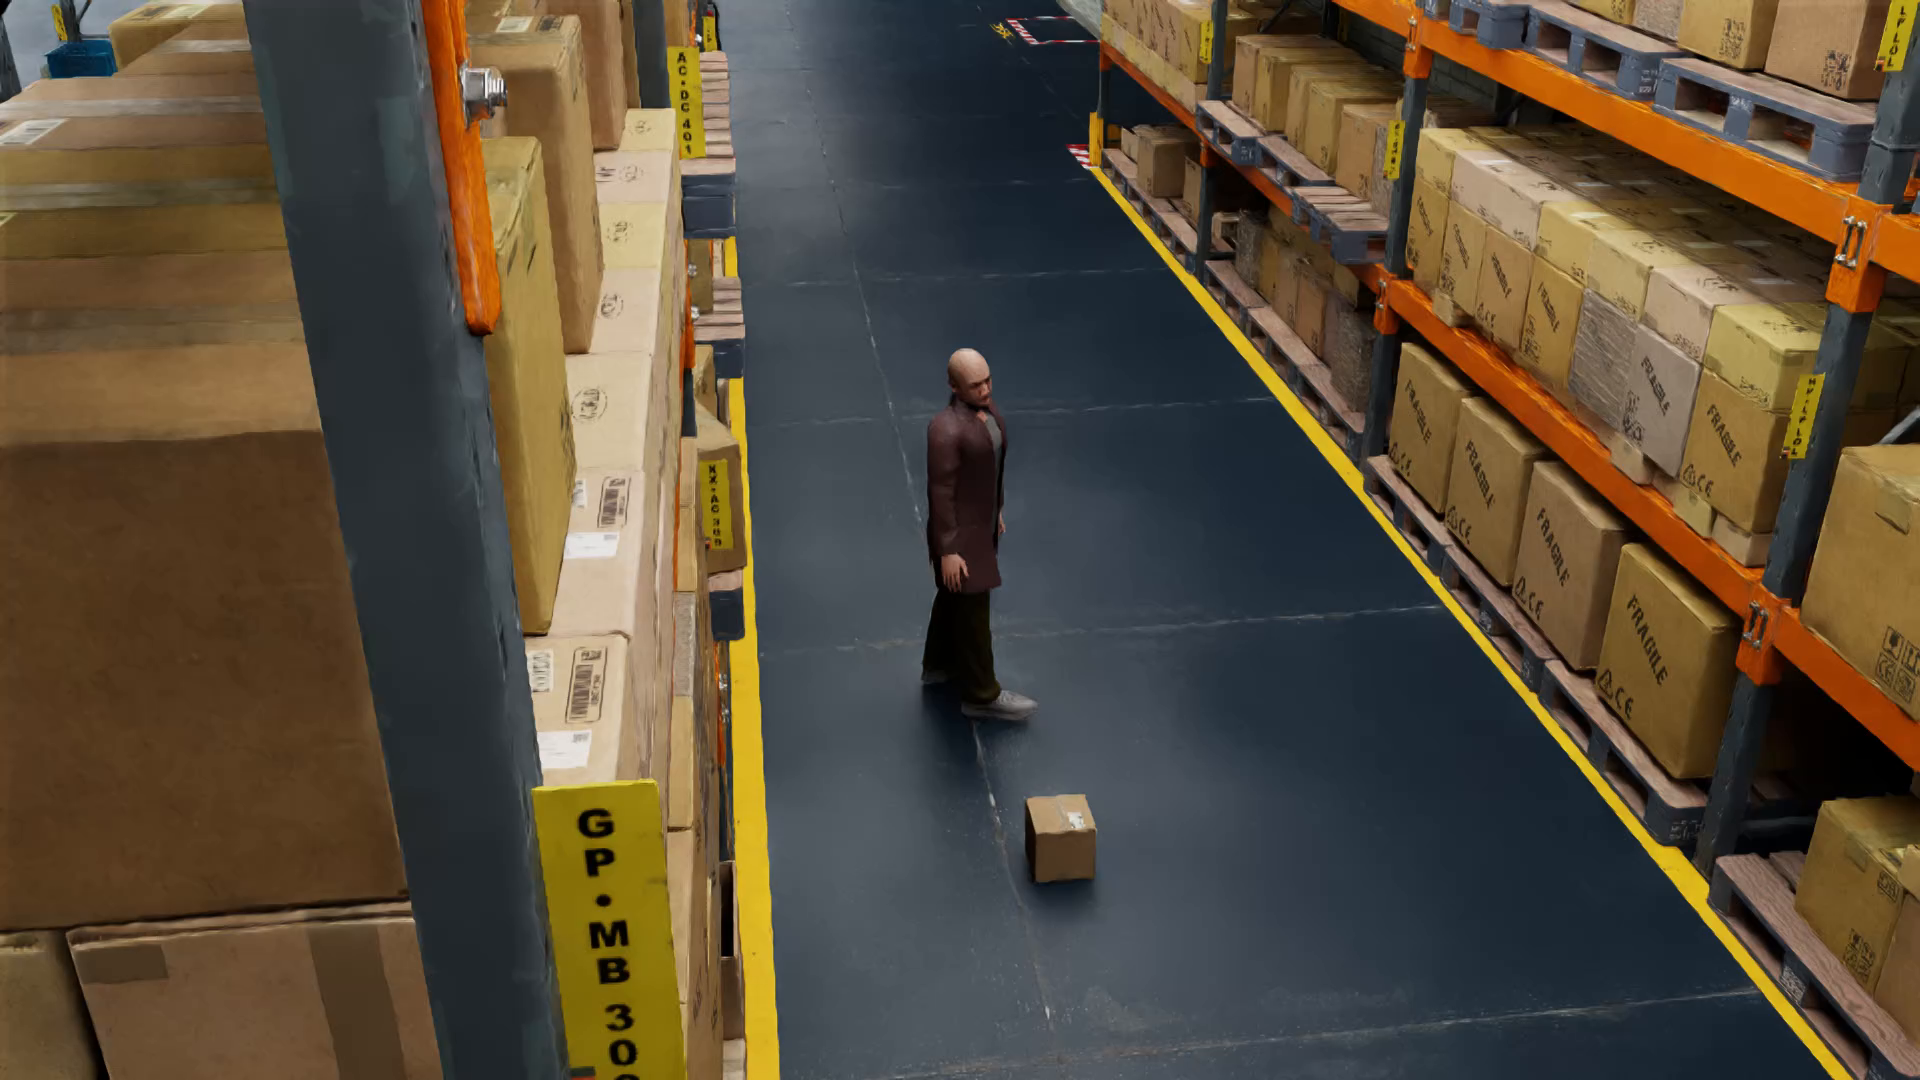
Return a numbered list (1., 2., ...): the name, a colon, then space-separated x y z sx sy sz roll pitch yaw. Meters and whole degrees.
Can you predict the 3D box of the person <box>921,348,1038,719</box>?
1. person: 0.090 -0.028 7.627 0.631 1.777 0.683 7 28 14
